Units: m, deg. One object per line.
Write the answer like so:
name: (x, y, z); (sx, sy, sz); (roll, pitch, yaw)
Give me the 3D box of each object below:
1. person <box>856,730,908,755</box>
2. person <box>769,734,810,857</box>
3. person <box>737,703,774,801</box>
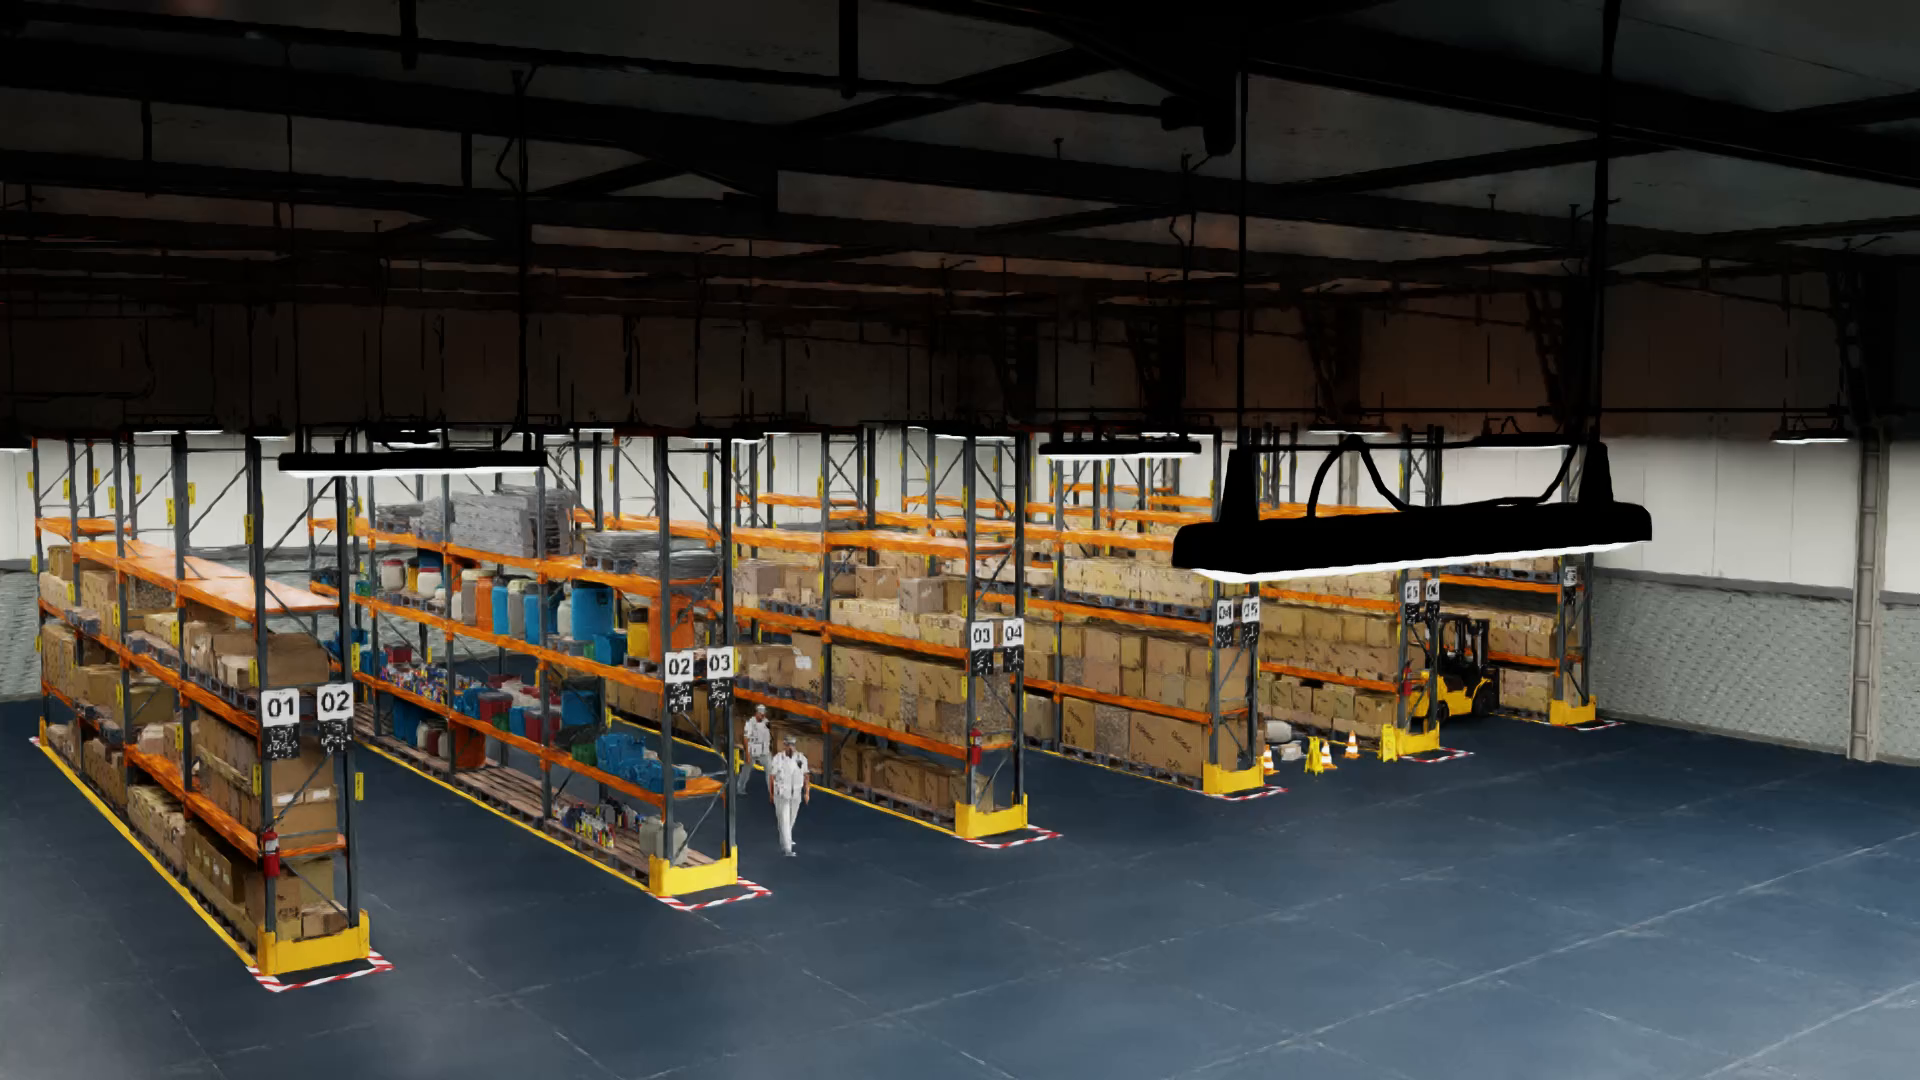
person: (-1.505, 3.087, 30.282); (0.900, 1.713, 0.724); (3, 6, 37)
person: (-2.420, 3.599, 23.723); (0.533, 1.707, 1.031); (-2, 5, -28)
person: (-3.273, 3.415, 26.905); (0.497, 1.582, 1.090); (-3, 5, -35)
